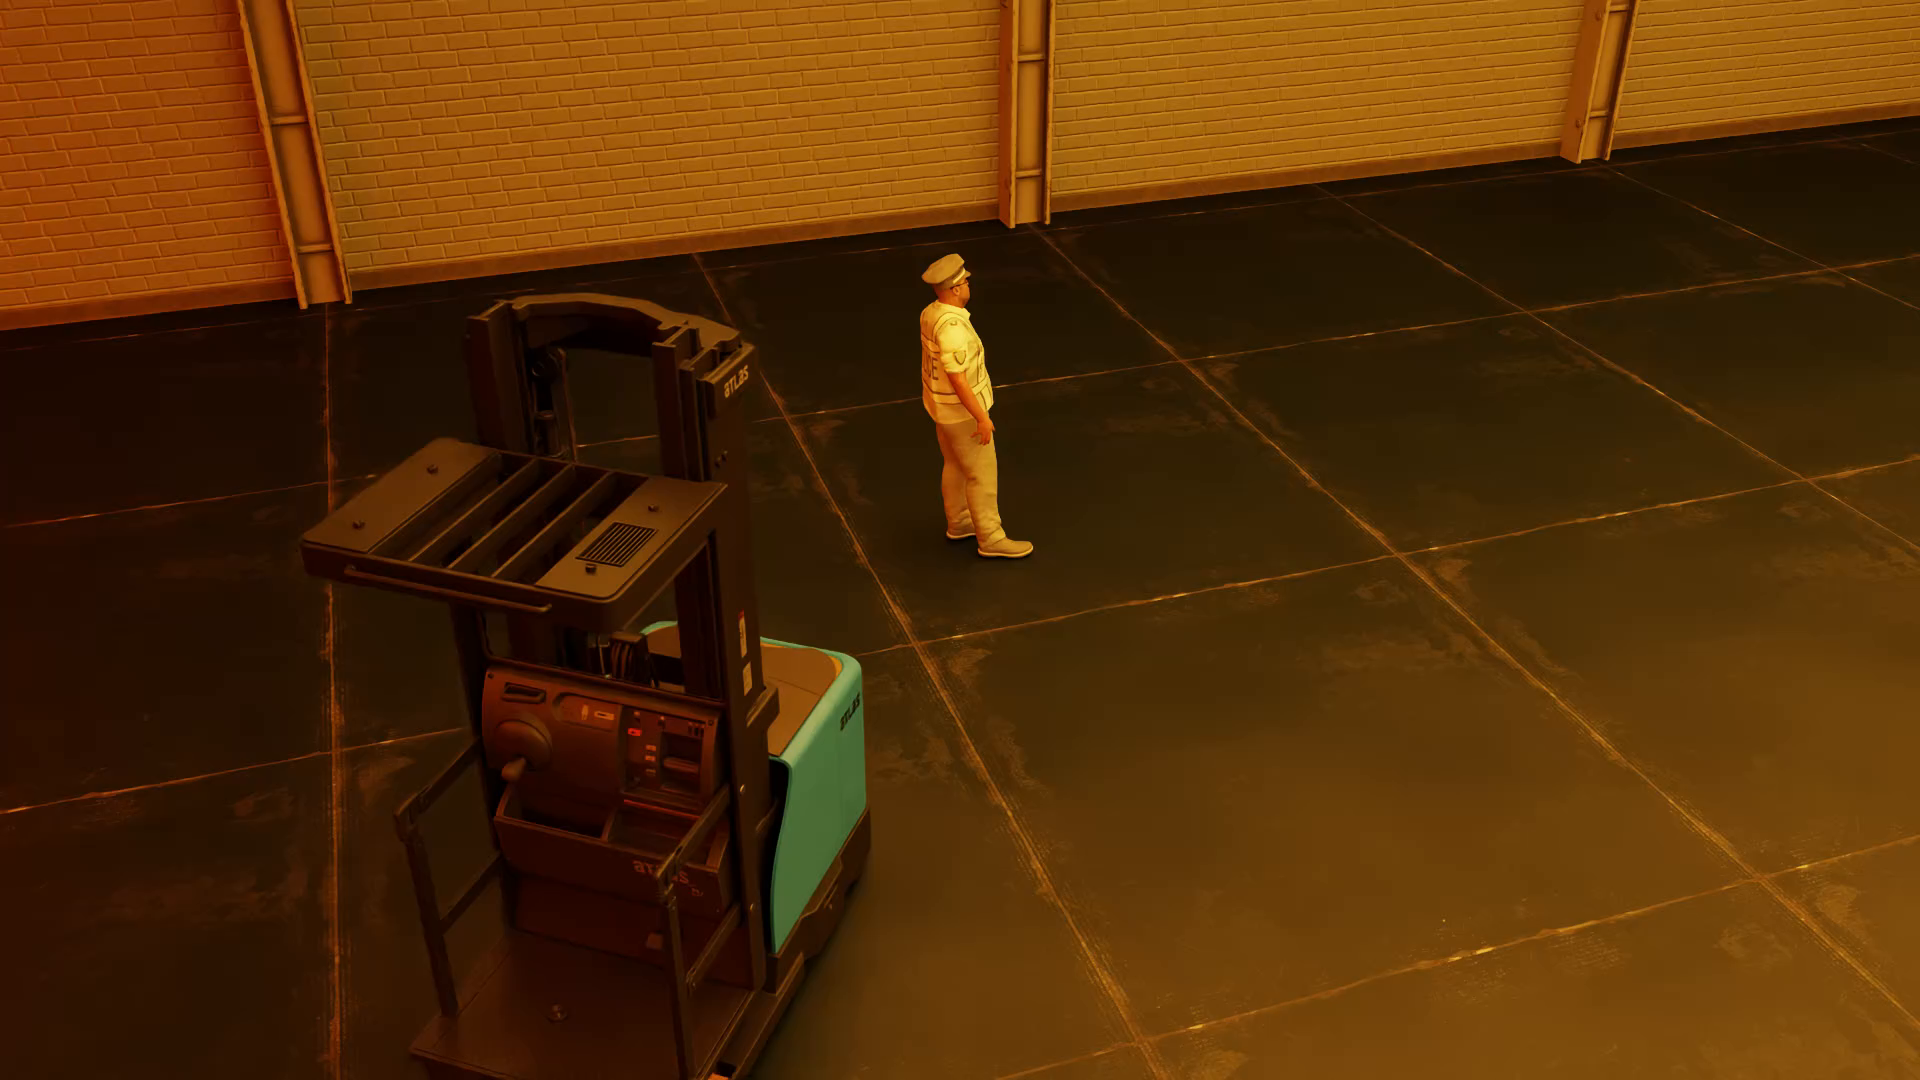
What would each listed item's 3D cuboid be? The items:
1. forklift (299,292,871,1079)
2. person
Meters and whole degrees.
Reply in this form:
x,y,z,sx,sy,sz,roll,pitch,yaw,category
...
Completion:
x,y,z,sx,sy,sz,roll,pitch,yaw,category
-1.356,0.766,5.755,1.130,2.935,3.031,10,31,16,forklift
0.077,-0.783,9.590,0.575,1.777,0.640,-10,31,-16,person
